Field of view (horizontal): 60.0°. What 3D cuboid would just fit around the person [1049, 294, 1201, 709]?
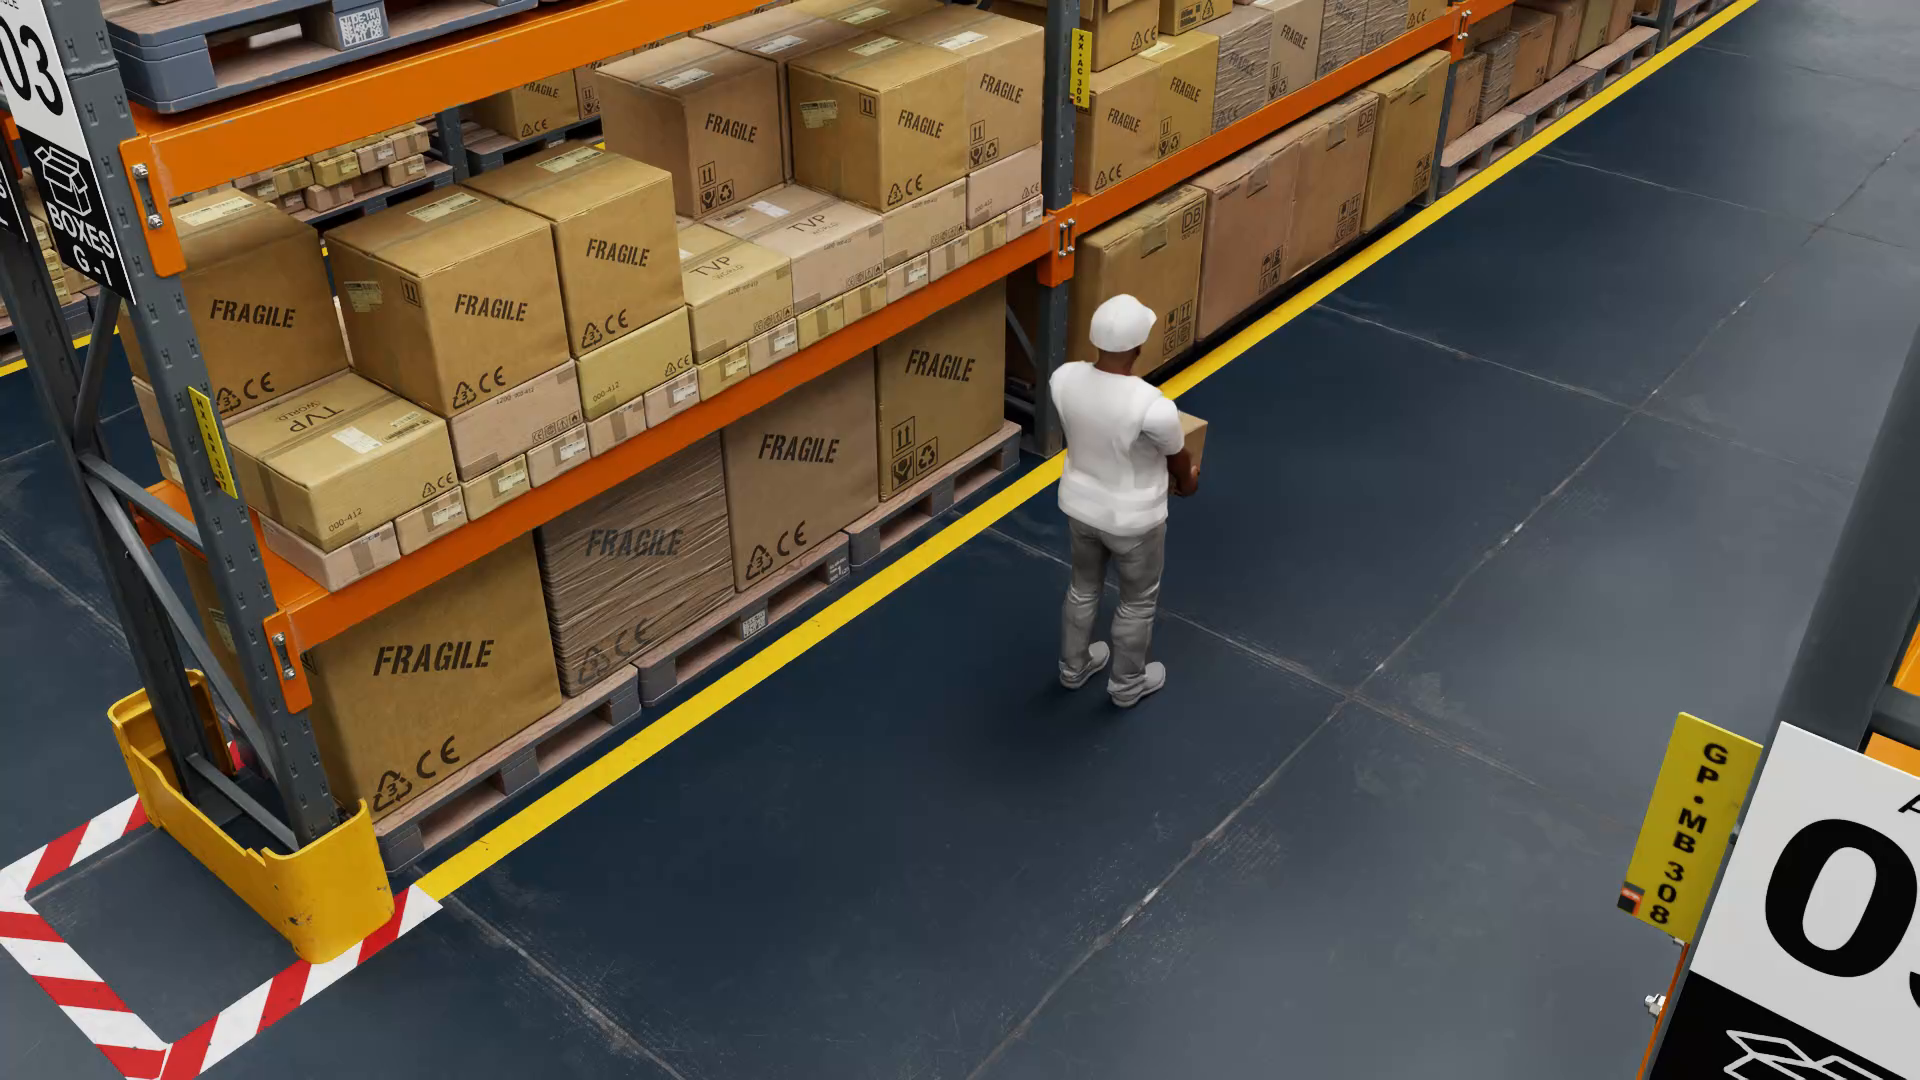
[{"bbox_3d":[0.640,-0.167,6.365,0.505,1.763,0.557,25,42,32],"label":"person"}]
